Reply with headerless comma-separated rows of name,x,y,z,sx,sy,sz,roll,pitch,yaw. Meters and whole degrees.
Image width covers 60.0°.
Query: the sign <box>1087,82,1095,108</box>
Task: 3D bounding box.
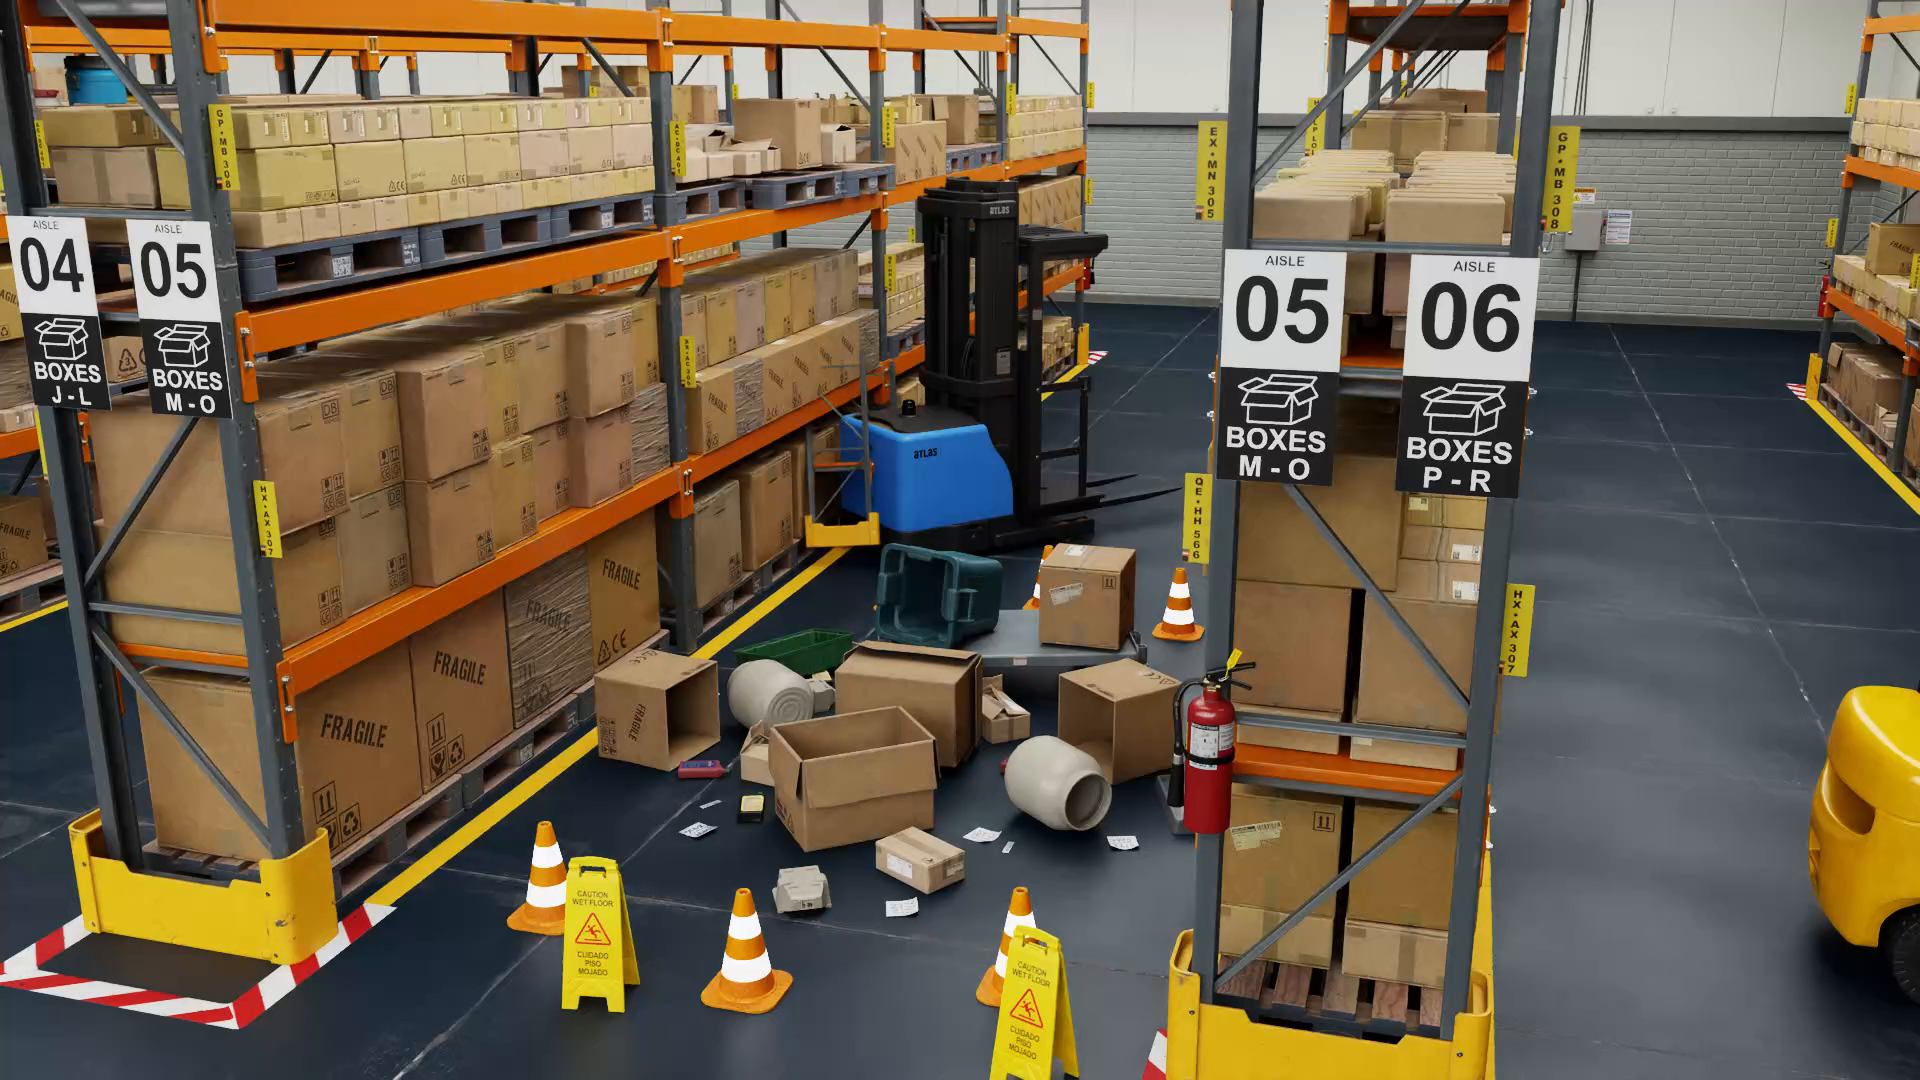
sign,1.669,-5.682,21.247,0.100,0.325,0.005,5,16,16

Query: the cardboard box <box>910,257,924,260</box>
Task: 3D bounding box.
cardboard box,-0.292,-2.722,16.528,0.380,0.149,0.250,4,16,13

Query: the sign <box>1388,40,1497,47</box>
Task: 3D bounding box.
sign,-2.495,-5.090,16.242,14.778,0.525,3.839,5,16,16

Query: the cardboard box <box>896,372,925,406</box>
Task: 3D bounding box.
cardboard box,-0.559,-1.423,15.787,0.500,0.250,0.500,4,16,15

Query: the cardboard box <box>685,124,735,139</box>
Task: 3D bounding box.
cardboard box,-1.836,-2.981,12.557,0.500,0.311,0.500,4,16,15

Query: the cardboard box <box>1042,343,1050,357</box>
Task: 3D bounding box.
cardboard box,0.895,-2.337,20.481,0.380,0.149,0.250,5,17,19

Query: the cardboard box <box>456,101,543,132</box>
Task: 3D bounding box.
cardboard box,-2.425,-2.228,8.735,0.380,0.149,0.250,4,16,15

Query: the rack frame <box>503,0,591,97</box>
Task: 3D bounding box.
rack frame,-4.721,-6.112,18.888,1.000,3.000,0.127,5,16,16

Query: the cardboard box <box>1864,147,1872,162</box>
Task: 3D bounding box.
cardboard box,10.056,-4.184,18.045,0.380,0.149,0.250,5,17,17

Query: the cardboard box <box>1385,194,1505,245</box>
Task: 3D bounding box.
cardboard box,1.667,-1.101,5.717,0.380,0.149,0.250,5,16,15

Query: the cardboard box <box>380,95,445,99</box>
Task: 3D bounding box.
cardboard box,-5.592,-4.271,16.940,0.500,0.500,0.500,6,17,19

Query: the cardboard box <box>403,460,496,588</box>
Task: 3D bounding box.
cardboard box,-2.927,-0.131,8.519,0.875,0.550,0.550,5,16,16

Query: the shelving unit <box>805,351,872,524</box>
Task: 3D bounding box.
shelving unit,-0.861,-0.717,13.421,0.500,1.500,0.985,-2,1,11

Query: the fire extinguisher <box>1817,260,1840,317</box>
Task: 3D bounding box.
fire extinguisher,10.276,-2.978,19.657,0.296,0.674,0.183,5,16,16

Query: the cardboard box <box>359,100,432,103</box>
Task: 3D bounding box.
cardboard box,-3.057,-2.276,8.907,0.380,0.149,0.250,5,16,16

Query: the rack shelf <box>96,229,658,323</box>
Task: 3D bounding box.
rack shelf,-2.836,-1.424,8.686,0.919,0.052,3.809,5,16,16

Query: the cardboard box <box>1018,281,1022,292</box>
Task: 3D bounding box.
cardboard box,0.511,-2.961,19.232,0.380,0.149,0.250,4,16,13

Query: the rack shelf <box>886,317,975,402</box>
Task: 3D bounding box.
rack shelf,-0.562,-1.946,16.511,1.077,0.370,4.000,5,16,16

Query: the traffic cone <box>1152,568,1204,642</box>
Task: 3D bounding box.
traffic cone,1.517,0.423,11.491,0.336,0.463,0.334,5,16,16

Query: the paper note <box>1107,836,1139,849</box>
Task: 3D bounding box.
paper note,0.826,1.522,8.407,0.142,0.019,0.148,-1,16,-3

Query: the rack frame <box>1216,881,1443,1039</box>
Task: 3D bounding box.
rack frame,1.657,1.794,7.119,1.003,0.211,1.213,5,16,16

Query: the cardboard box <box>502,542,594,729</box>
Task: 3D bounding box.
cardboard box,-2.766,0.493,9.718,0.875,0.875,0.875,5,17,16

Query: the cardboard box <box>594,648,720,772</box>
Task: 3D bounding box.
cardboard box,-1.725,0.965,9.507,0.500,0.500,0.500,8,18,25

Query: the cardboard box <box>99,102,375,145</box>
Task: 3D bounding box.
cardboard box,-3.381,-1.978,7.857,0.388,0.149,1.526,5,17,16

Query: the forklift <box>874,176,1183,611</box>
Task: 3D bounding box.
forklift,0.484,-1.347,13.208,3.733,2.935,2.033,-10,19,-32

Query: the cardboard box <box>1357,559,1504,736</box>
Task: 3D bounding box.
cardboard box,1.771,0.388,6.236,0.500,0.500,0.500,4,16,15

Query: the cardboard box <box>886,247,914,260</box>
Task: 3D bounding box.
cardboard box,-0.696,-2.975,17.421,0.380,0.149,0.250,5,17,16

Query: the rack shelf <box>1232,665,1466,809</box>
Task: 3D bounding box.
rack shelf,1.939,0.410,7.845,0.919,0.124,3.809,5,16,16

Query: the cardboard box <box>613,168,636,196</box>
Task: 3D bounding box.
cardboard box,-2.136,-2.109,9.777,0.380,0.149,0.250,5,17,17

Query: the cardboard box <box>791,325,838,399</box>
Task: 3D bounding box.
cardboard box,-1.286,-1.417,13.145,0.500,0.500,0.500,4,16,15

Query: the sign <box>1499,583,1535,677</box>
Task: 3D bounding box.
sign,1.891,0.307,5.663,0.100,0.325,0.005,5,16,16

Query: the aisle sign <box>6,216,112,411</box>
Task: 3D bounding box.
aisle sign,-3.712,-0.931,6.851,0.394,0.787,0.004,5,16,16

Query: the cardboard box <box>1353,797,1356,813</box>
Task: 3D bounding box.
cardboard box,1.643,0.944,7.901,0.500,0.500,0.500,4,16,15

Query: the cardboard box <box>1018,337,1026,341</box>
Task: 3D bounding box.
cardboard box,0.663,-2.351,19.987,0.380,0.149,0.250,4,16,14

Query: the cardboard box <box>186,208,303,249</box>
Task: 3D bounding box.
cardboard box,-2.999,-1.313,6.972,0.380,0.149,0.250,5,17,16

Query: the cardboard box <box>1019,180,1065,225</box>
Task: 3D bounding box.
cardboard box,0.968,-4.126,20.317,0.500,0.500,0.500,6,17,19

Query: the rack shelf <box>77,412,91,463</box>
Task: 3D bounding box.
rack shelf,-6.426,-1.310,14.271,1.077,0.370,4.000,5,16,16

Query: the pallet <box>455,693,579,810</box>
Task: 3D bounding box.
pallet,-2.903,1.132,9.450,1.003,0.211,1.213,5,16,16

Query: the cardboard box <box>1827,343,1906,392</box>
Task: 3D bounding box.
cardboard box,10.413,-1.969,19.079,0.797,0.503,0.637,4,16,14

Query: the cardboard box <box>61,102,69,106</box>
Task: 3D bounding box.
cardboard box,-13.270,-6.238,24.186,0.500,0.250,0.500,5,16,16

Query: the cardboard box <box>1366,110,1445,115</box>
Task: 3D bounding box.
cardboard box,2.819,-2.608,10.621,0.500,0.250,0.500,5,17,17

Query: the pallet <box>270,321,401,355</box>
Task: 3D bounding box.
pallet,-5.958,-1.893,15.357,1.213,0.211,1.003,5,16,16

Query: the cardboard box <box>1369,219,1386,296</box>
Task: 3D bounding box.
cardboard box,1.415,-1.118,6.505,0.500,0.250,0.500,4,16,15

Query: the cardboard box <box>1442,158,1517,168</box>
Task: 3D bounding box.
cardboard box,2.518,-1.758,8.031,0.380,0.149,0.250,5,17,18

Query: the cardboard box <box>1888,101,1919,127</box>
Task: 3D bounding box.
cardboard box,9.883,-4.380,17.091,0.500,0.250,0.500,5,17,17

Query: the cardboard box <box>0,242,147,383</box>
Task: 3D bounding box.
cardboard box,-6.785,-1.642,12.638,1.134,1.210,1.638,5,16,16

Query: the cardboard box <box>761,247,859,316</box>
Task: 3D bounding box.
cardboard box,-1.268,-2.181,14.007,0.700,0.500,0.500,5,16,16

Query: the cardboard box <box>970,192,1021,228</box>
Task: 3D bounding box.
cardboard box,0.368,-3.587,18.417,0.500,0.500,0.500,5,17,17

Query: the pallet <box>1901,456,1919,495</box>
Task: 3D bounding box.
pallet,9.346,-0.517,15.264,1.003,0.211,1.213,5,16,16

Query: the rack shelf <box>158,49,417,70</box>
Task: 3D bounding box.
rack shelf,-8.901,-6.481,22.240,1.077,0.370,4.000,5,16,16

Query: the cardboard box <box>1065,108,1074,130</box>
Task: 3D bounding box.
cardboard box,1.112,-5.199,20.524,0.500,0.250,0.500,4,16,14

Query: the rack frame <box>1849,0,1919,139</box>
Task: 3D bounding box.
rack frame,10.678,-6.007,18.515,1.000,3.000,0.127,5,16,16

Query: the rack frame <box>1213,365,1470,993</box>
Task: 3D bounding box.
rack frame,1.374,0.682,5.928,0.949,2.616,0.053,5,16,16

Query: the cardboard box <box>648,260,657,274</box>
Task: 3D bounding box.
cardboard box,-4.023,-3.431,20.888,0.380,0.149,0.250,4,16,15

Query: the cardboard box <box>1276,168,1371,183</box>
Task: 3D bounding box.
cardboard box,1.587,-1.539,7.262,0.380,0.149,0.250,5,17,17
